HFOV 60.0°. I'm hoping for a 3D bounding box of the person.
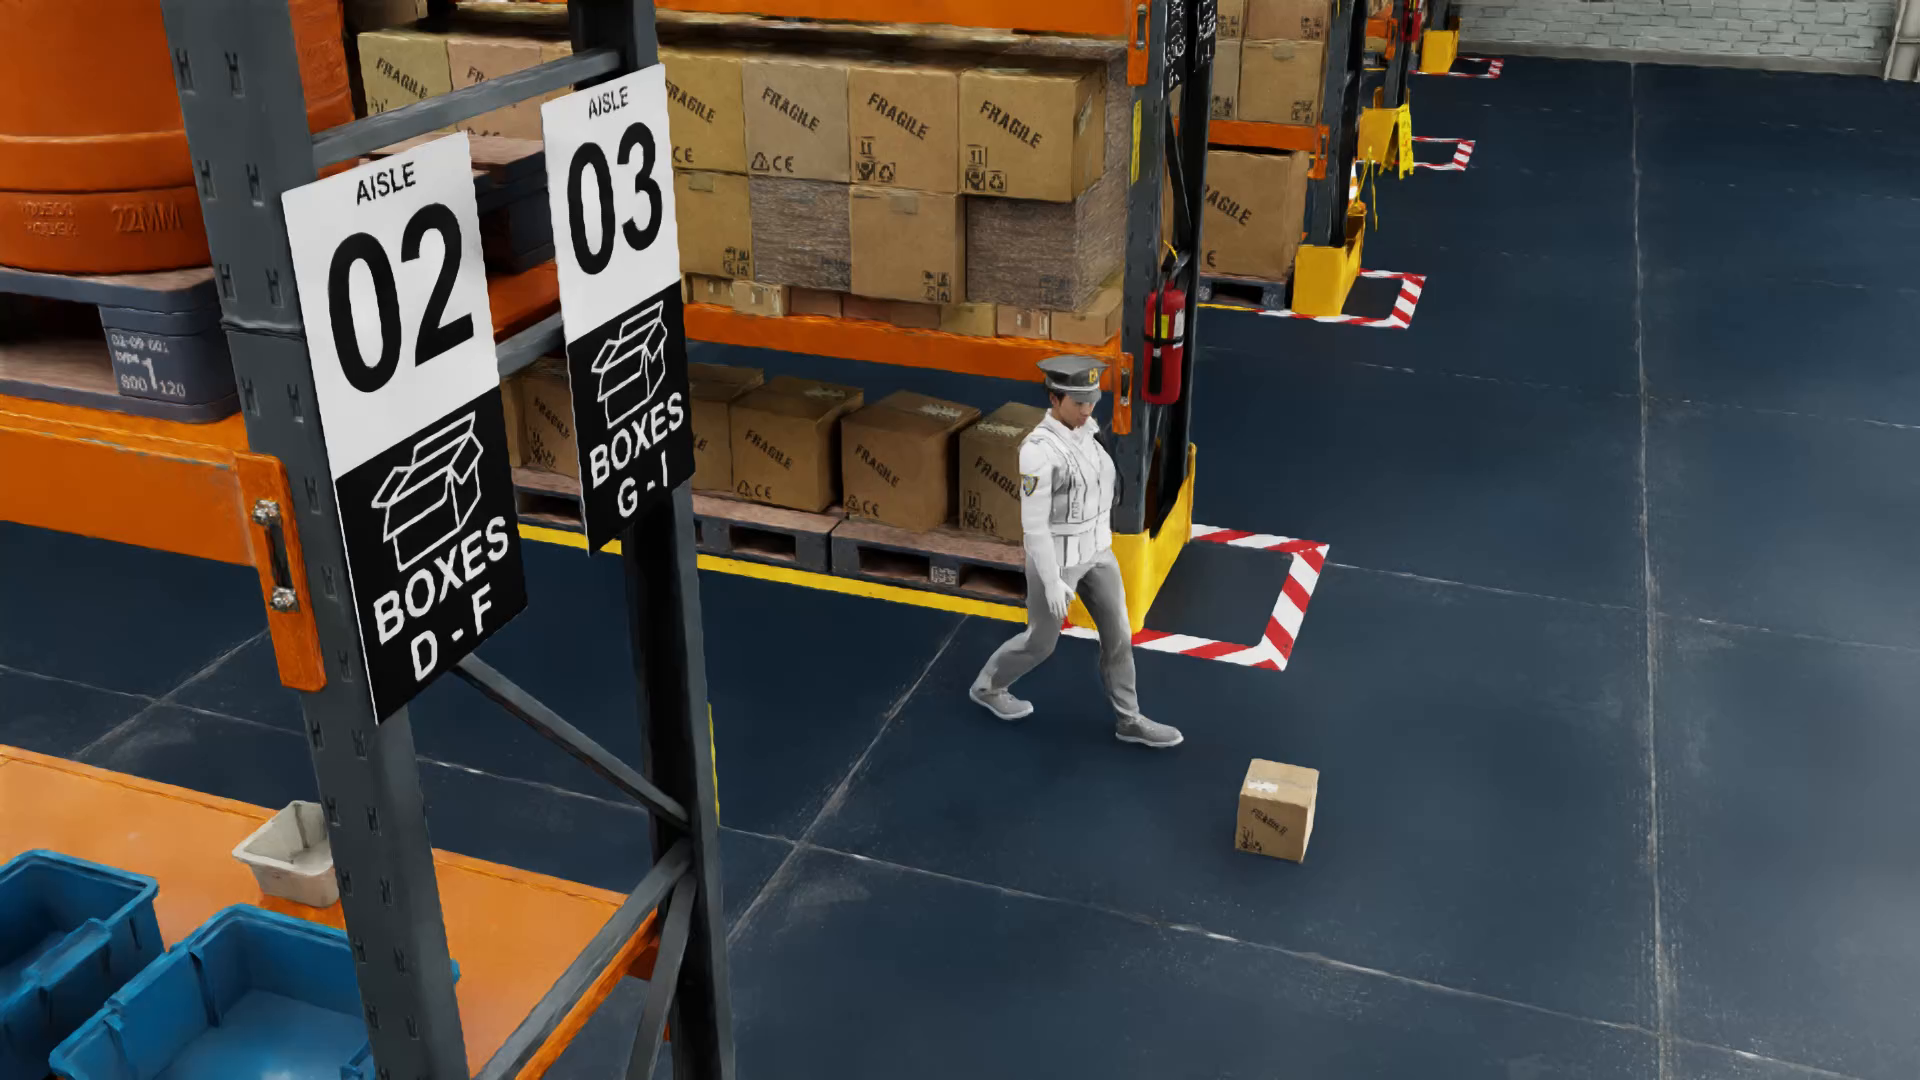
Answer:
[{"bbox_3d":[0.443,0.066,6.468,0.876,1.628,0.519,19,32,34],"label":"person"}]
